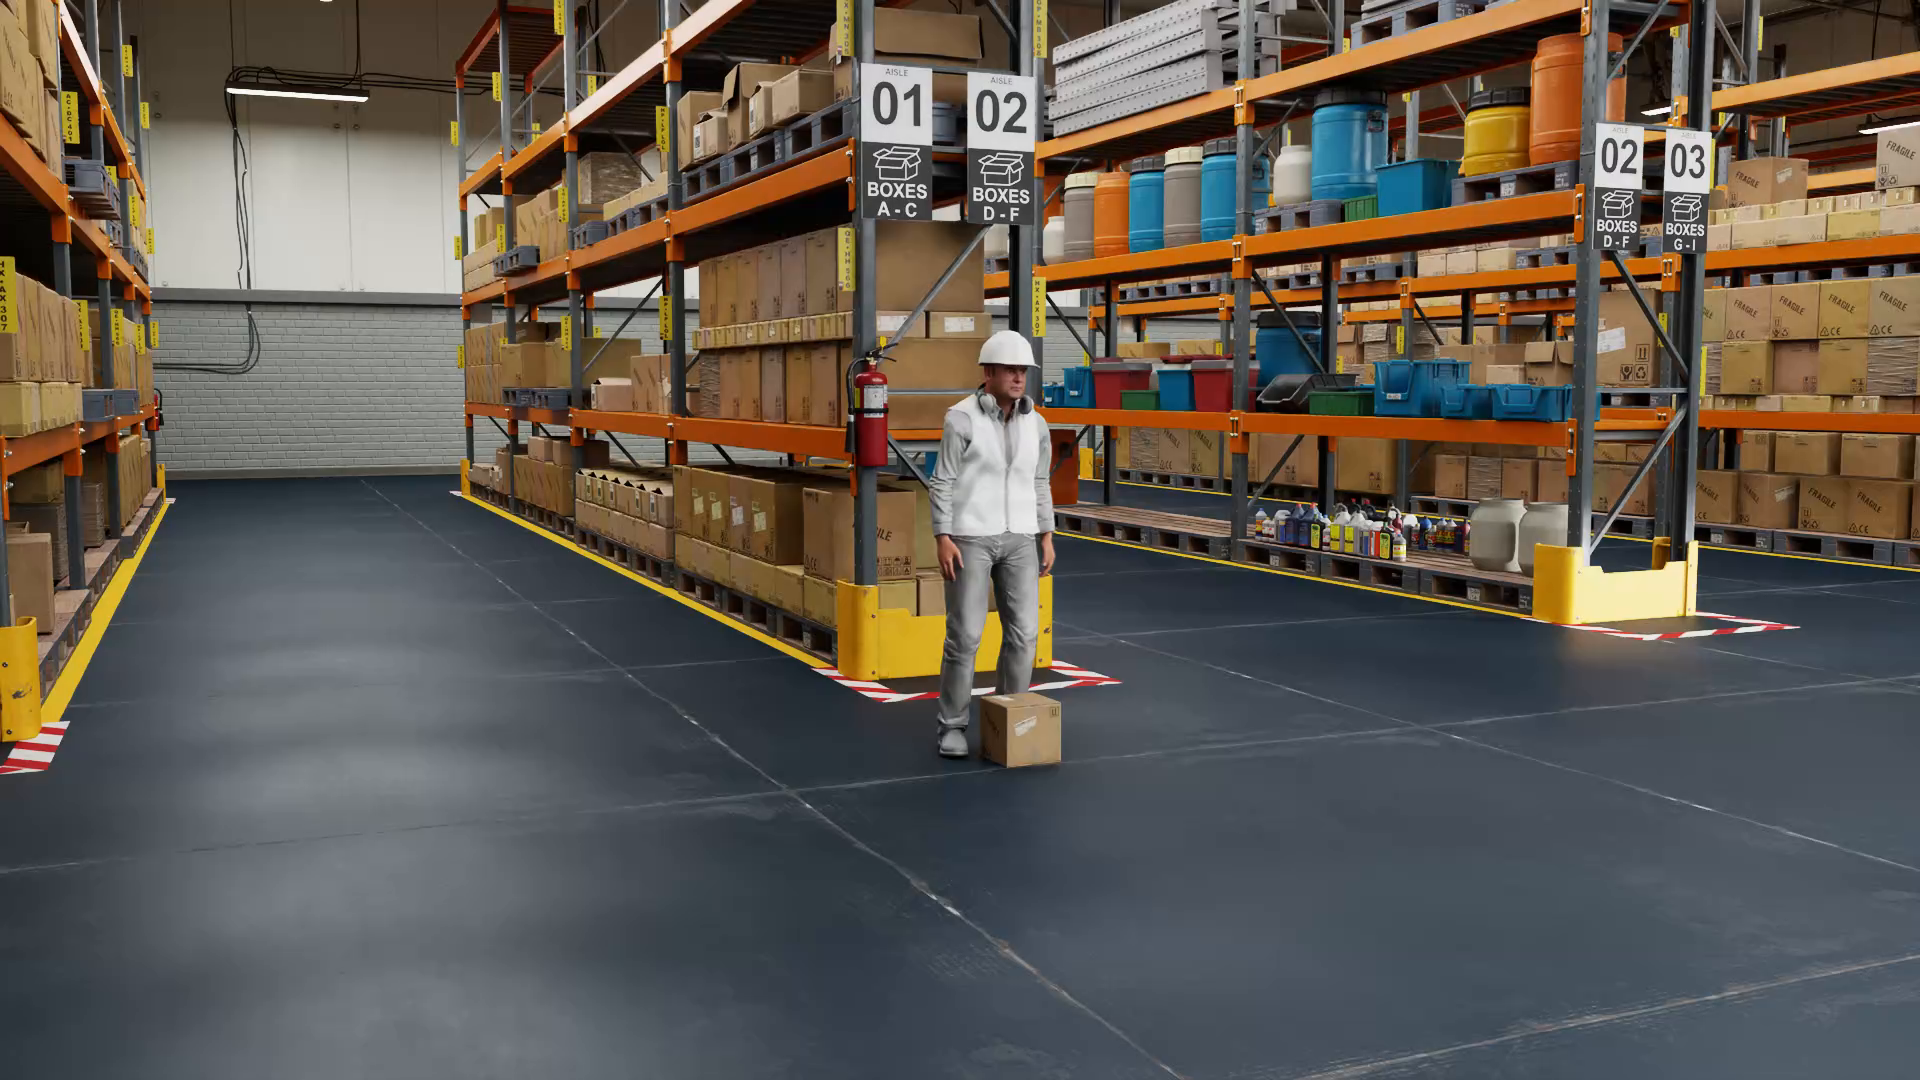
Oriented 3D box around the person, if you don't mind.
[{"bbox_3d":[0.147,0.006,7.053,0.593,1.768,0.474,-3,6,-27],"label":"person"}]
